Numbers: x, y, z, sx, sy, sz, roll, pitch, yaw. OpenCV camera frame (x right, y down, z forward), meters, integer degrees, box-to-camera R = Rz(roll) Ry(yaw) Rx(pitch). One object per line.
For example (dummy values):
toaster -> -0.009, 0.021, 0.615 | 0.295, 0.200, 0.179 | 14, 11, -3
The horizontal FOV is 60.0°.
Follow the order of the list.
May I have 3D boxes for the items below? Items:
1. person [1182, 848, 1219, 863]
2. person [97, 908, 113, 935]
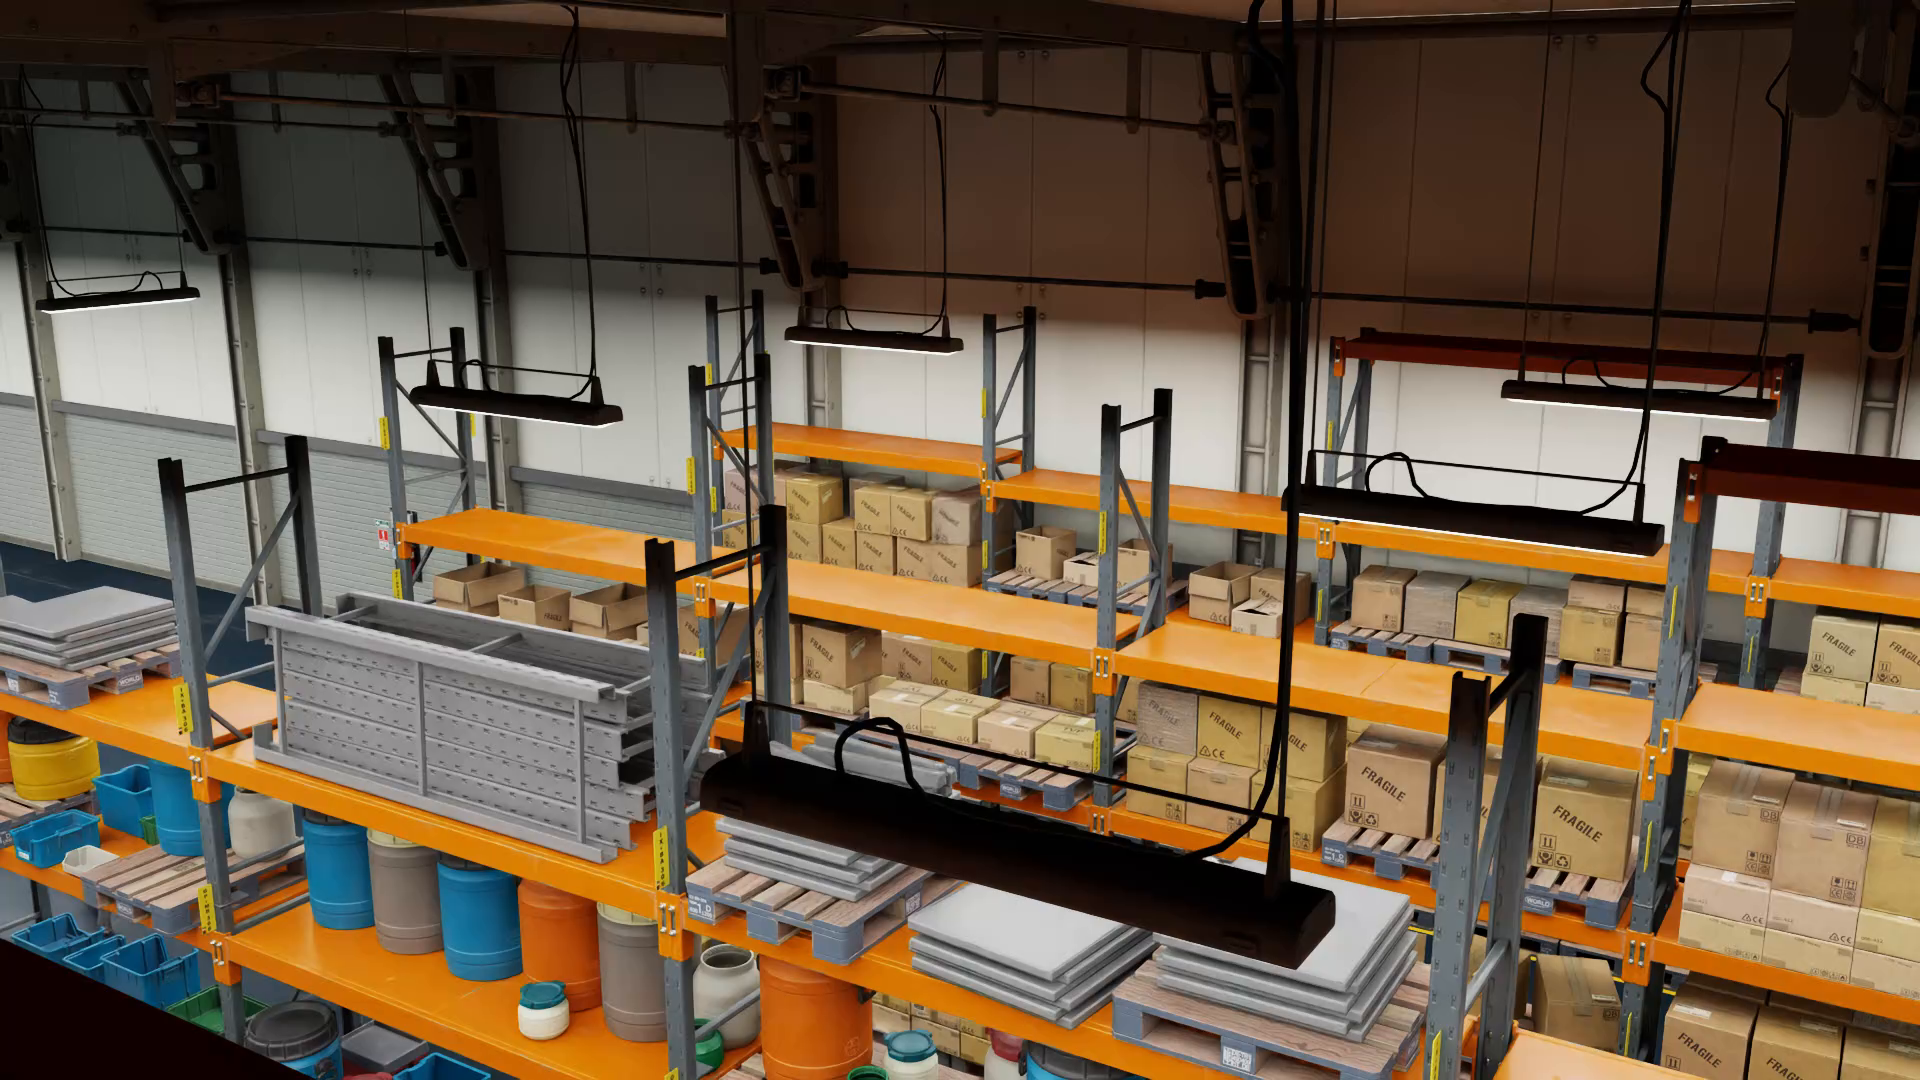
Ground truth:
person -> 2.265, 3.537, 15.438 | 0.730, 1.693, 0.704 | 12, 18, 39
person -> -8.893, 3.149, 17.113 | 0.474, 1.597, 1.045 | -4, 14, -16
